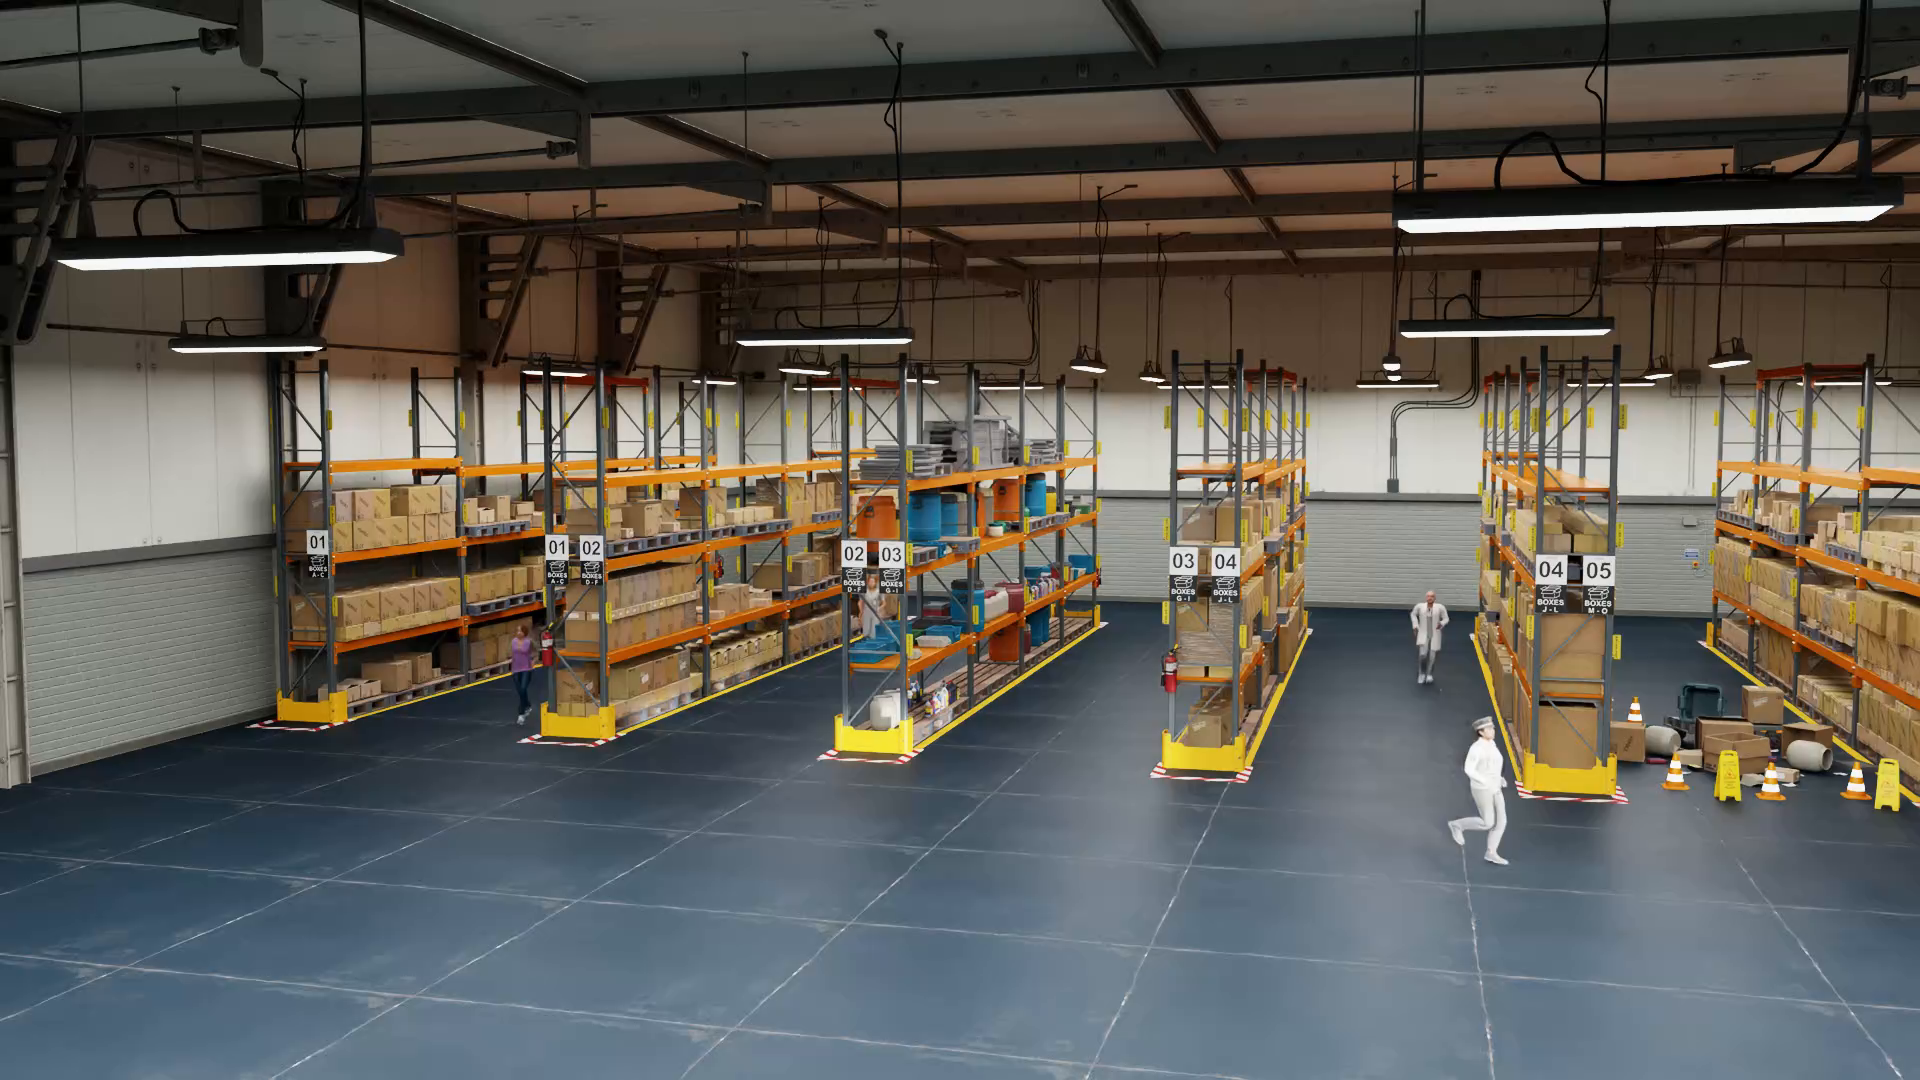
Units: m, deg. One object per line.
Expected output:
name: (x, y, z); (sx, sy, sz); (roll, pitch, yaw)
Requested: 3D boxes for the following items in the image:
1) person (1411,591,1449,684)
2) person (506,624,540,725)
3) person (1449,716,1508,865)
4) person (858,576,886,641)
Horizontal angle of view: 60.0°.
person: (8.926, 1.902, 31.598); (0.701, 1.704, 0.766); (1, 4, 14)
person: (-7.260, 2.205, 27.602); (0.523, 1.634, 0.709); (1, 4, 9)
person: (5.945, 2.820, 18.931); (0.617, 1.671, 0.696); (-4, 6, -44)
person: (-1.748, 1.528, 32.958); (0.564, 1.627, 0.569); (0, 4, 3)
